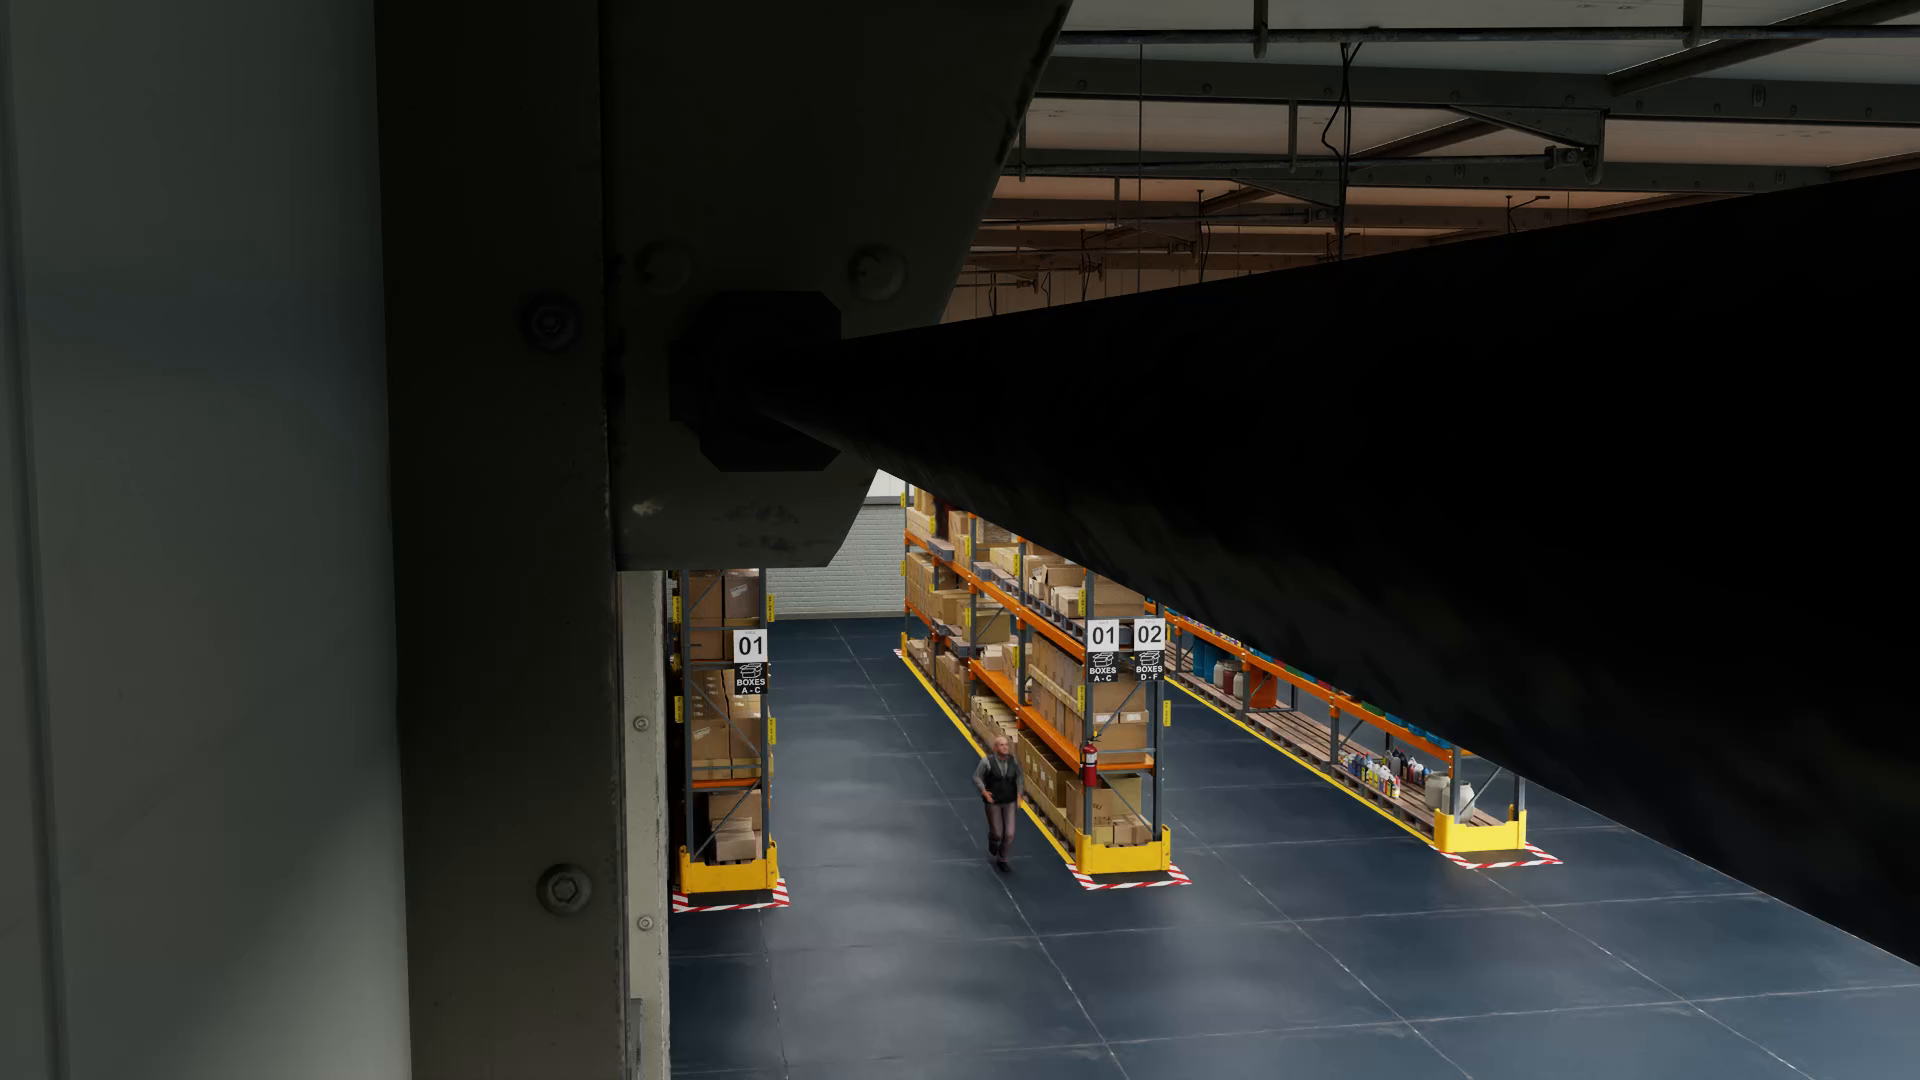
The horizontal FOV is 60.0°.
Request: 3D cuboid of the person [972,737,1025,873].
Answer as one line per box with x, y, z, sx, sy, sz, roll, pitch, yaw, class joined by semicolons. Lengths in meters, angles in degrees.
0.503;3.325;21.075;0.692;1.699;0.562;-1;6;-12;person
